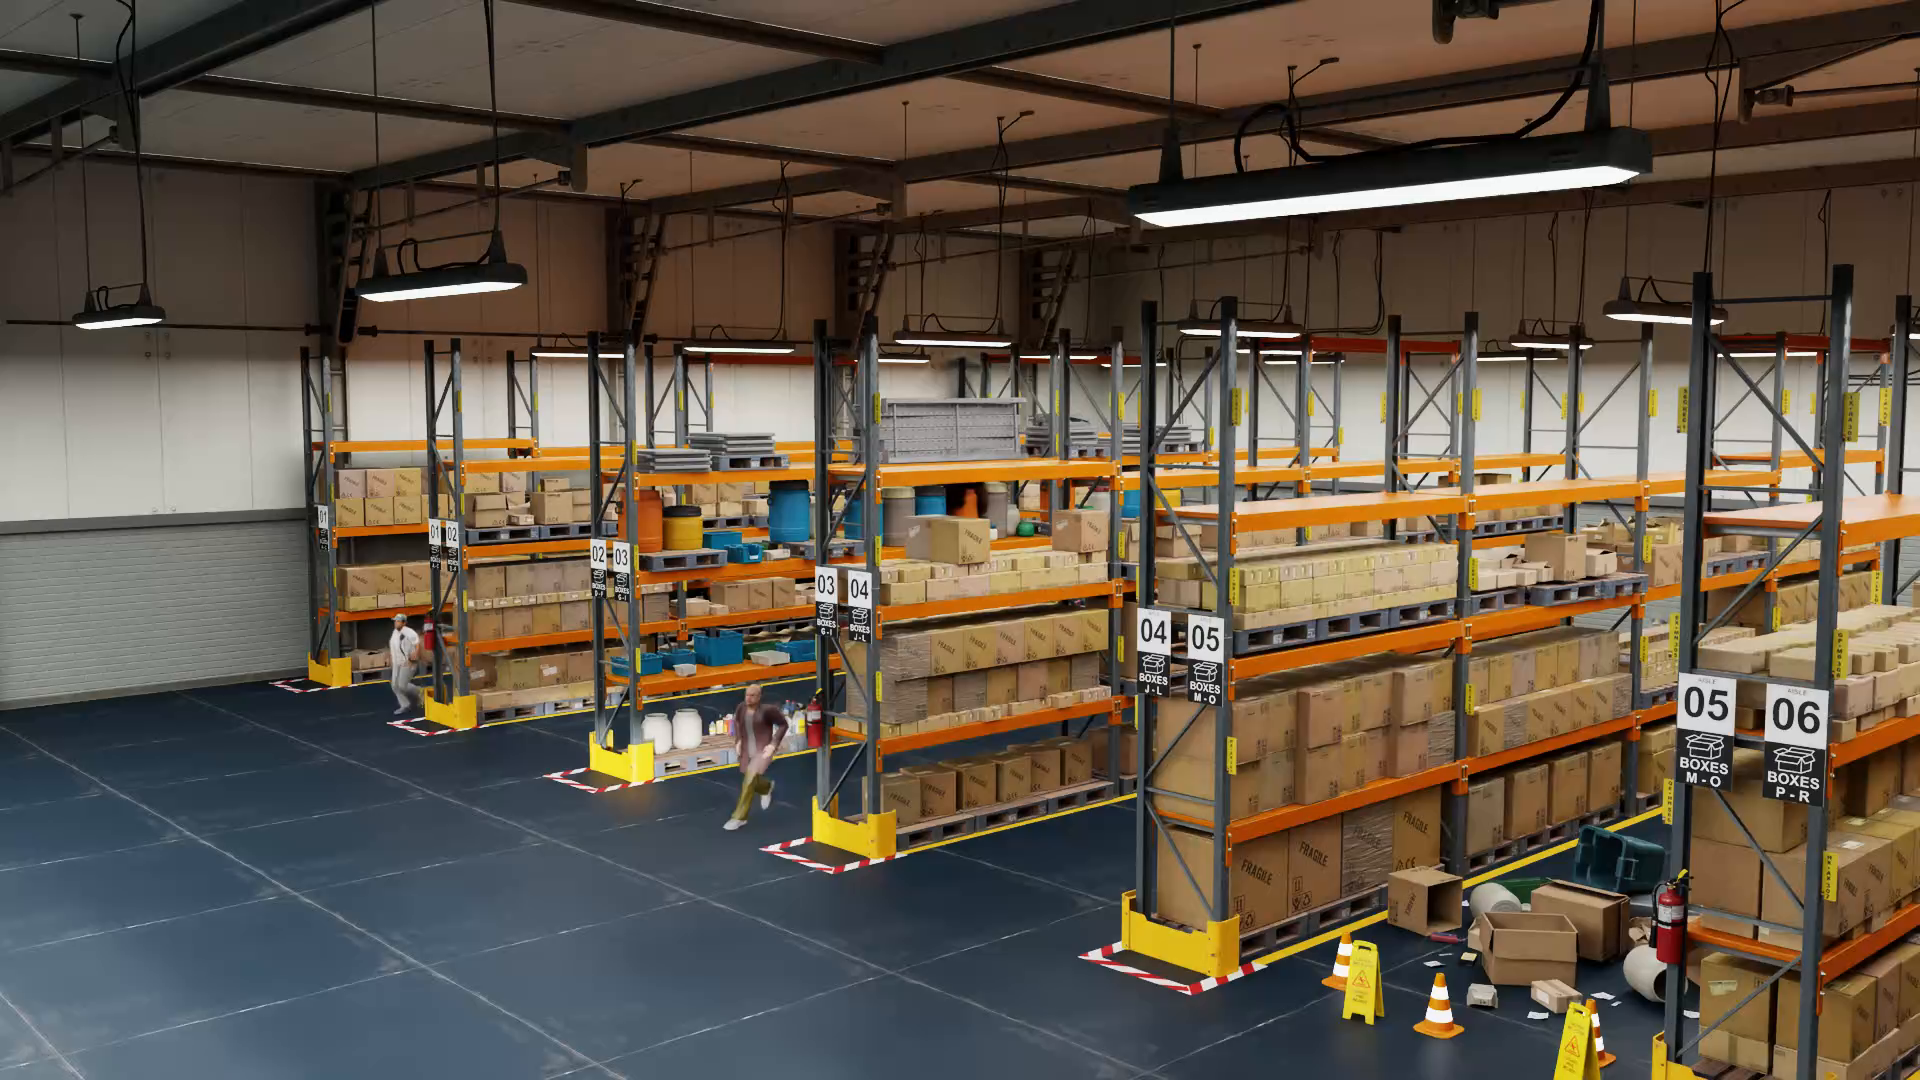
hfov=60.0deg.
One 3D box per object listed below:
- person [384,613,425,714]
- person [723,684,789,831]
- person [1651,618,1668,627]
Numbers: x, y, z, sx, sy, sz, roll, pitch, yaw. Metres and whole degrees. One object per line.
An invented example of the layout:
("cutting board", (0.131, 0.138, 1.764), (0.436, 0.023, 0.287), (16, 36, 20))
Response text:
("person", (-8.991, 1.993, 26.987), (0.628, 1.633, 0.589), (3, 6, 33))
("person", (-2.376, 2.560, 19.964), (0.749, 1.733, 0.959), (2, 5, 23))
("person", (10.950, 2.040, 26.112), (0.625, 1.654, 0.723), (5, 7, 42))
